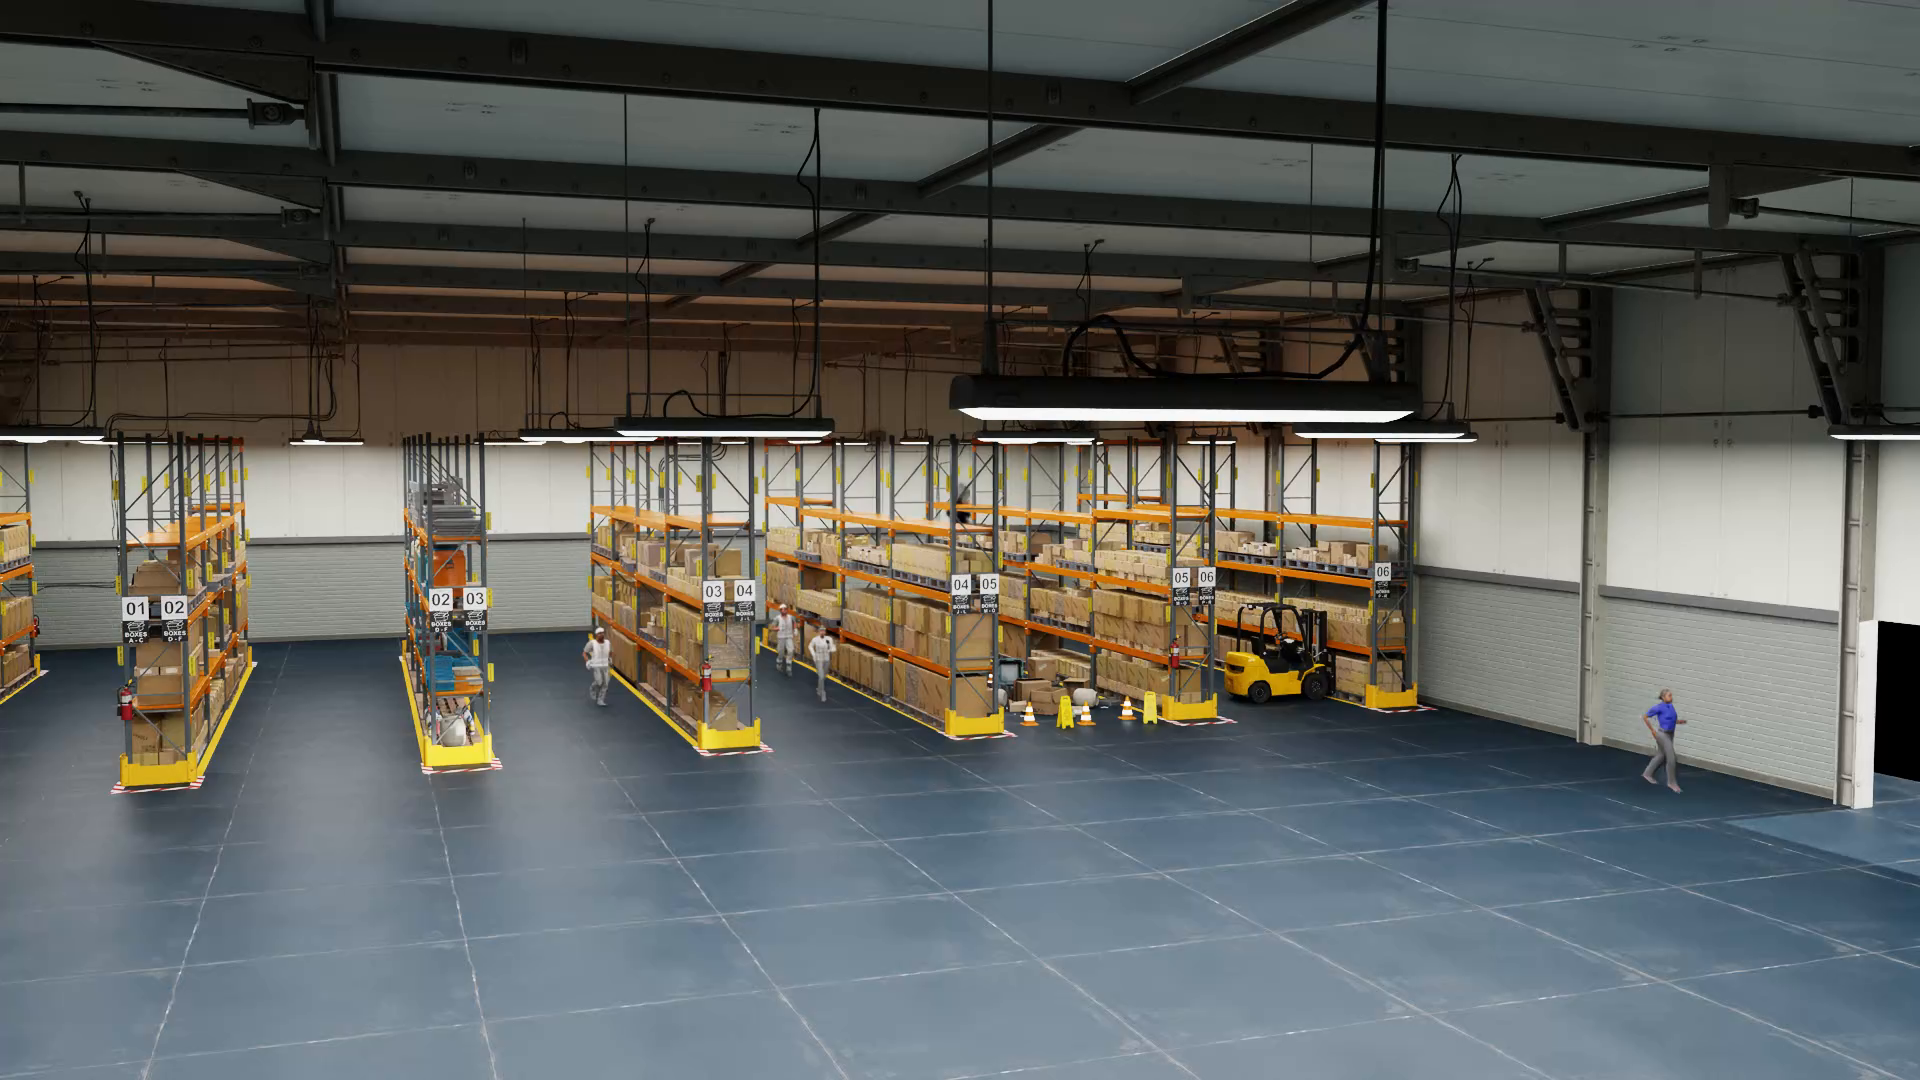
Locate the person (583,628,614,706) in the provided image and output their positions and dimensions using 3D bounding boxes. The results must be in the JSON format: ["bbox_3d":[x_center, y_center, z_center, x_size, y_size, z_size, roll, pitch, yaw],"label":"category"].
[{"bbox_3d":[-7.970,2.809,36.892,0.684,1.732,0.594,-2,4,-34],"label":"person"}]

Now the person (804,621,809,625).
[{"bbox_3d":[-4.773,1.825,49.642,0.528,1.715,0.700,1,3,23],"label":"person"}]

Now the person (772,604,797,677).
[{"bbox_3d":[-4.404,2.518,41.875,0.669,1.812,0.893,-1,3,-16],"label":"person"}]

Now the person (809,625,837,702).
[{"bbox_3d":[-3.110,2.783,37.847,0.592,1.726,0.851,-1,3,-18],"label":"person"}]

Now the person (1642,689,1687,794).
[{"bbox_3d":[11.784,3.344,27.844,0.555,1.710,0.803,-3,4,-40],"label":"person"}]
